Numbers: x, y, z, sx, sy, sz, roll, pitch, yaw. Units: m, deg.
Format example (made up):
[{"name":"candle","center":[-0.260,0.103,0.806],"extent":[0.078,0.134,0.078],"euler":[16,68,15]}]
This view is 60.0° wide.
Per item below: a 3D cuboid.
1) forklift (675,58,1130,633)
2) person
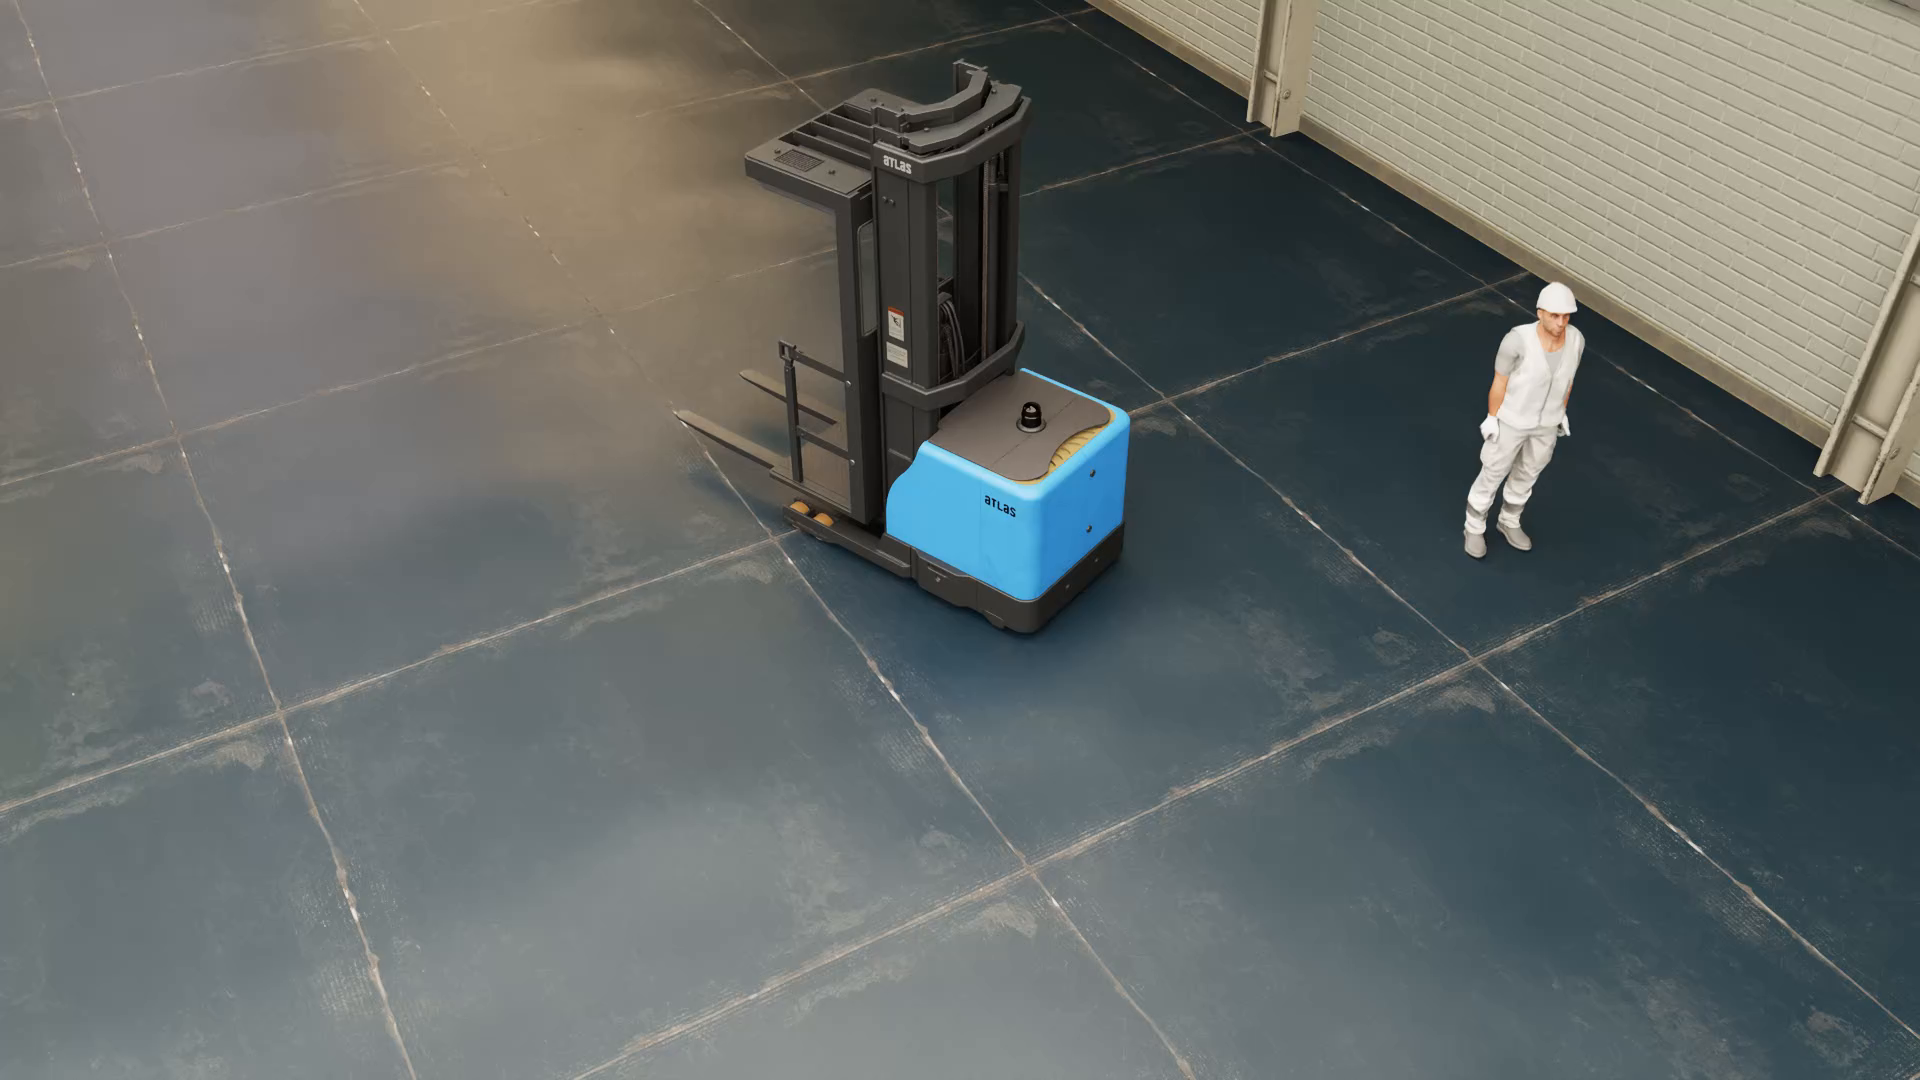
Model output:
[{"name":"forklift","center":[-0.481,-1.366,9.683],"extent":[3.031,2.935,1.130],"euler":[26,46,28]},{"name":"person","center":[3.343,-0.698,9.772],"extent":[0.525,1.795,0.368],"euler":[-6,40,-8]}]
